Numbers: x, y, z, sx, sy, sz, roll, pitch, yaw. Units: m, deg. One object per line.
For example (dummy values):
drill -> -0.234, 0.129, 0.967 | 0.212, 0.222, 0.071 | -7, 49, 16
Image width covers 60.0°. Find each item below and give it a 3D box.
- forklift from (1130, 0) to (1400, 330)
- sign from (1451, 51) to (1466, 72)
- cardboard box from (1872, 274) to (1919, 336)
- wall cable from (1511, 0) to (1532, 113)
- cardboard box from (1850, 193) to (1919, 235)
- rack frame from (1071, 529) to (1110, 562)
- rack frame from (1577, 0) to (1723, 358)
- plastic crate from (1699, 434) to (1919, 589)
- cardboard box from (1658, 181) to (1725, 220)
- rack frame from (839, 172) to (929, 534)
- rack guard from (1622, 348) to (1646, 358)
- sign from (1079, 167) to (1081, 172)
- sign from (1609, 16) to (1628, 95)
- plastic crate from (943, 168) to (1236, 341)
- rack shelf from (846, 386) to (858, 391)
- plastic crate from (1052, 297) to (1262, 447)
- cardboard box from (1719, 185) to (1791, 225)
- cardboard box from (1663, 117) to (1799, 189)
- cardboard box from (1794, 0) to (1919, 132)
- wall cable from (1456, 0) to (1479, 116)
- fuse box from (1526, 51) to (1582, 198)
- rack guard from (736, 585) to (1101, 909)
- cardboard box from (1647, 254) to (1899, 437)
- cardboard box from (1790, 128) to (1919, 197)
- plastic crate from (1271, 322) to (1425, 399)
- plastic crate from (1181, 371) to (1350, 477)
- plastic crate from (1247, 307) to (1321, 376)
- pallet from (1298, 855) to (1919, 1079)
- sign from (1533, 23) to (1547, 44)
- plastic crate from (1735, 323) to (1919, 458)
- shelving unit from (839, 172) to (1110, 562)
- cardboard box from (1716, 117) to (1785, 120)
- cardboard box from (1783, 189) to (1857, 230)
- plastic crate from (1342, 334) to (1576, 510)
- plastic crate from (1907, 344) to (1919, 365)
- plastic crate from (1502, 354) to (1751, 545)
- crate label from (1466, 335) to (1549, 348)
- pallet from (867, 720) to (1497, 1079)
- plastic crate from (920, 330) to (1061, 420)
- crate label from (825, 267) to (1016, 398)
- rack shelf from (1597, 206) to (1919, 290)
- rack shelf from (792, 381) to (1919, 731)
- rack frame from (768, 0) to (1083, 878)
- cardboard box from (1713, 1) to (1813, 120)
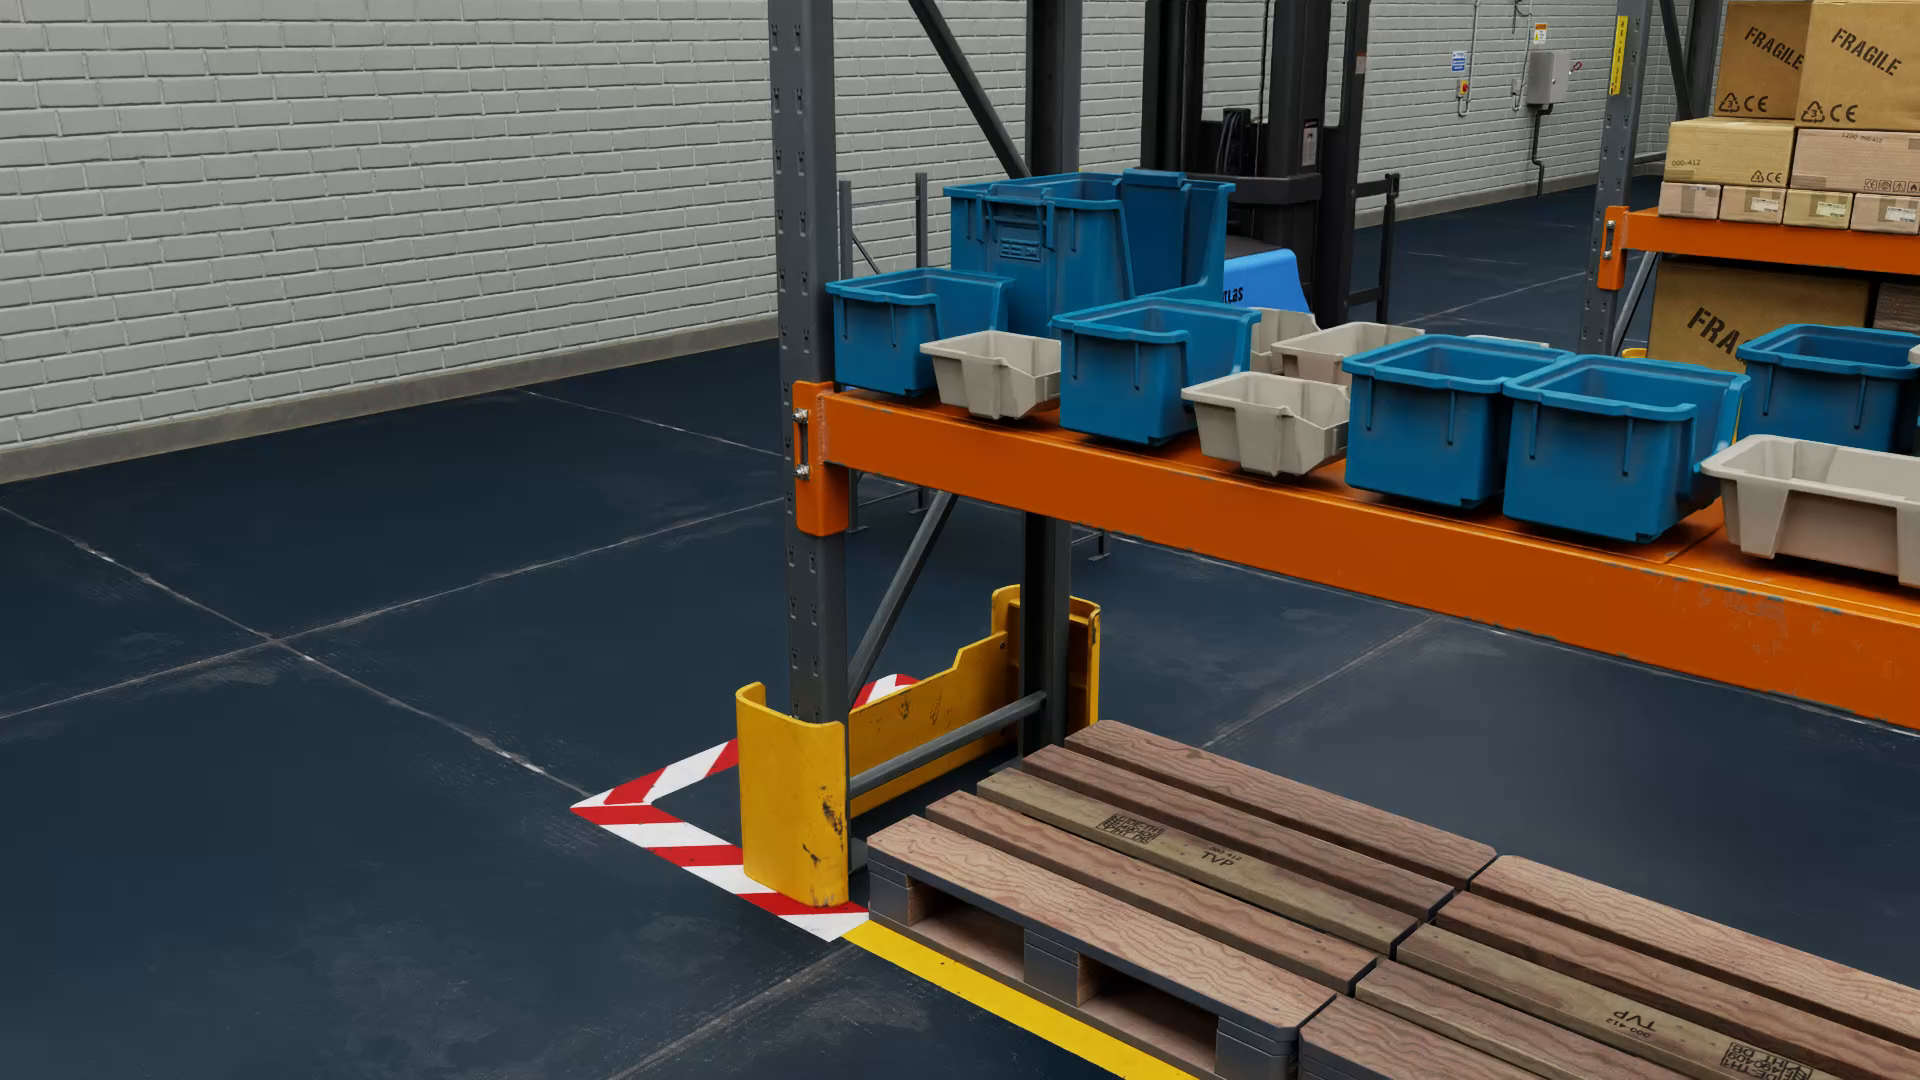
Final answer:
forklift -> 1.682, -2.025, 8.647 | 1.130, 2.935, 3.031 | 15, 23, 38
sign -> 5.501, -5.277, 18.335 | 0.001, 0.218, 0.327 | 15, 23, 39
cardboard box -> 4.446, -0.673, 7.090 | 0.875, 0.875, 0.875 | 15, 23, 39
wall cable -> 6.511, -5.955, 19.237 | 0.122, 1.984, 0.588 | 15, 23, 39
cardboard box -> 3.861, -1.358, 6.847 | 0.250, 0.149, 0.380 | 15, 23, 38
rack frame -> 0.444, -0.596, 6.509 | 0.032, 1.500, 0.500 | 15, 23, 39
rack frame -> 3.234, -1.778, 7.756 | 0.127, 3.000, 1.000 | 15, 23, 39
plastic crate -> 1.436, -0.039, 2.613 | 0.466, 0.136, 0.293 | 15, 23, 39
cardboard box -> 3.280, -1.513, 7.334 | 0.250, 0.149, 0.380 | 15, 23, 40
rack frame -> -0.316, -0.800, 7.152 | 0.032, 1.500, 0.500 | 15, 23, 39
rack guard -> 3.216, -0.592, 8.149 | 0.348, 0.500, 1.175 | 15, 23, 39
sign -> 0.299, -0.863, 4.603 | 0.005, 0.325, 0.100 | 15, 23, 39
sign -> 2.861, -2.104, 7.221 | 0.005, 0.325, 0.100 | 15, 23, 39
plastic crate -> 0.320, -0.678, 4.132 | 0.499, 0.435, 0.616 | 15, 23, 39
rack shelf -> 0.064, -0.526, 6.885 | 1.000, 0.185, 0.538 | 15, 23, 39
plastic crate -> 0.405, -0.350, 3.434 | 0.300, 0.233, 0.416 | 15, 23, 39
cardboard box -> 3.473, -1.461, 7.173 | 0.250, 0.149, 0.380 | 15, 23, 38
cardboard box -> 3.413, -1.691, 7.238 | 0.500, 0.250, 0.500 | 14, 23, 38
cardboard box -> 3.787, -1.948, 6.808 | 0.500, 0.500, 0.500 | 14, 23, 38
wall cable -> 5.579, -5.646, 18.213 | 0.123, 1.953, 0.585 | 15, 23, 39
fuse box -> 7.082, -4.979, 19.972 | 0.414, 1.711, 0.539 | 15, 23, 39
rack guard -> -0.081, 0.532, 4.609 | 0.348, 0.500, 1.175 | 15, 23, 39
cardboard box -> 3.765, -0.855, 7.666 | 0.875, 0.875, 0.875 | 15, 23, 39
cardboard box -> 3.807, -1.588, 6.914 | 0.500, 0.250, 0.500 | 15, 23, 39
plastic crate -> 0.883, -0.376, 3.676 | 0.243, 0.136, 0.396 | 15, 23, 39
plastic crate -> 0.605, -0.217, 3.174 | 0.298, 0.136, 0.250 | 15, 23, 39
plastic crate -> 0.676, -0.438, 3.869 | 0.243, 0.136, 0.396 | 15, 23, 39
pallet -> 1.445, 1.091, 3.326 | 1.213, 0.211, 1.003 | 15, 23, 39
sign -> 6.891, -6.016, 19.744 | 0.001, 0.242, 0.339 | 15, 23, 39
plastic crate -> 1.652, -0.252, 3.125 | 0.300, 0.233, 0.416 | 15, 23, 39
shelving unit -> 0.064, -0.698, 6.831 | 1.048, 1.500, 0.538 | 15, 23, 39
cardboard box -> 3.772, -1.811, 7.616 | 0.500, 0.250, 0.500 | 15, 23, 38
cardboard box -> 3.665, -1.410, 7.011 | 0.250, 0.149, 0.380 | 14, 23, 38
plastic crate -> 0.897, -0.218, 3.018 | 0.300, 0.233, 0.416 | 15, 23, 39
plastic crate -> 1.918, -0.175, 2.801 | 0.530, 0.282, 0.437 | 15, 23, 39
plastic crate -> 1.121, -0.158, 2.828 | 0.300, 0.233, 0.416 | 15, 23, 39
crate label -> 1.108, -0.326, 3.517 | 0.243, 0.136, 0.396 | 15, 23, 39
pallet -> 0.537, 0.846, 4.098 | 1.213, 0.211, 1.003 | 15, 23, 39
plastic crate -> 0.097, -0.353, 3.603 | 0.298, 0.136, 0.250 | 15, 23, 39
crate label -> -0.088, -0.482, 3.851 | 0.303, 0.233, 0.416 | 15, 23, 39
rack shelf -> 4.730, -1.034, 6.600 | 4.000, 0.370, 1.077 | 15, 23, 39
rack shelf -> 1.442, 0.087, 3.069 | 4.000, 0.370, 1.077 | 15, 23, 39
rack frame -> -0.054, -0.658, 4.225 | 0.127, 3.000, 1.000 | 15, 23, 39
cardboard box -> 3.773, -2.168, 7.500 | 0.500, 0.500, 0.500 | 15, 23, 40
